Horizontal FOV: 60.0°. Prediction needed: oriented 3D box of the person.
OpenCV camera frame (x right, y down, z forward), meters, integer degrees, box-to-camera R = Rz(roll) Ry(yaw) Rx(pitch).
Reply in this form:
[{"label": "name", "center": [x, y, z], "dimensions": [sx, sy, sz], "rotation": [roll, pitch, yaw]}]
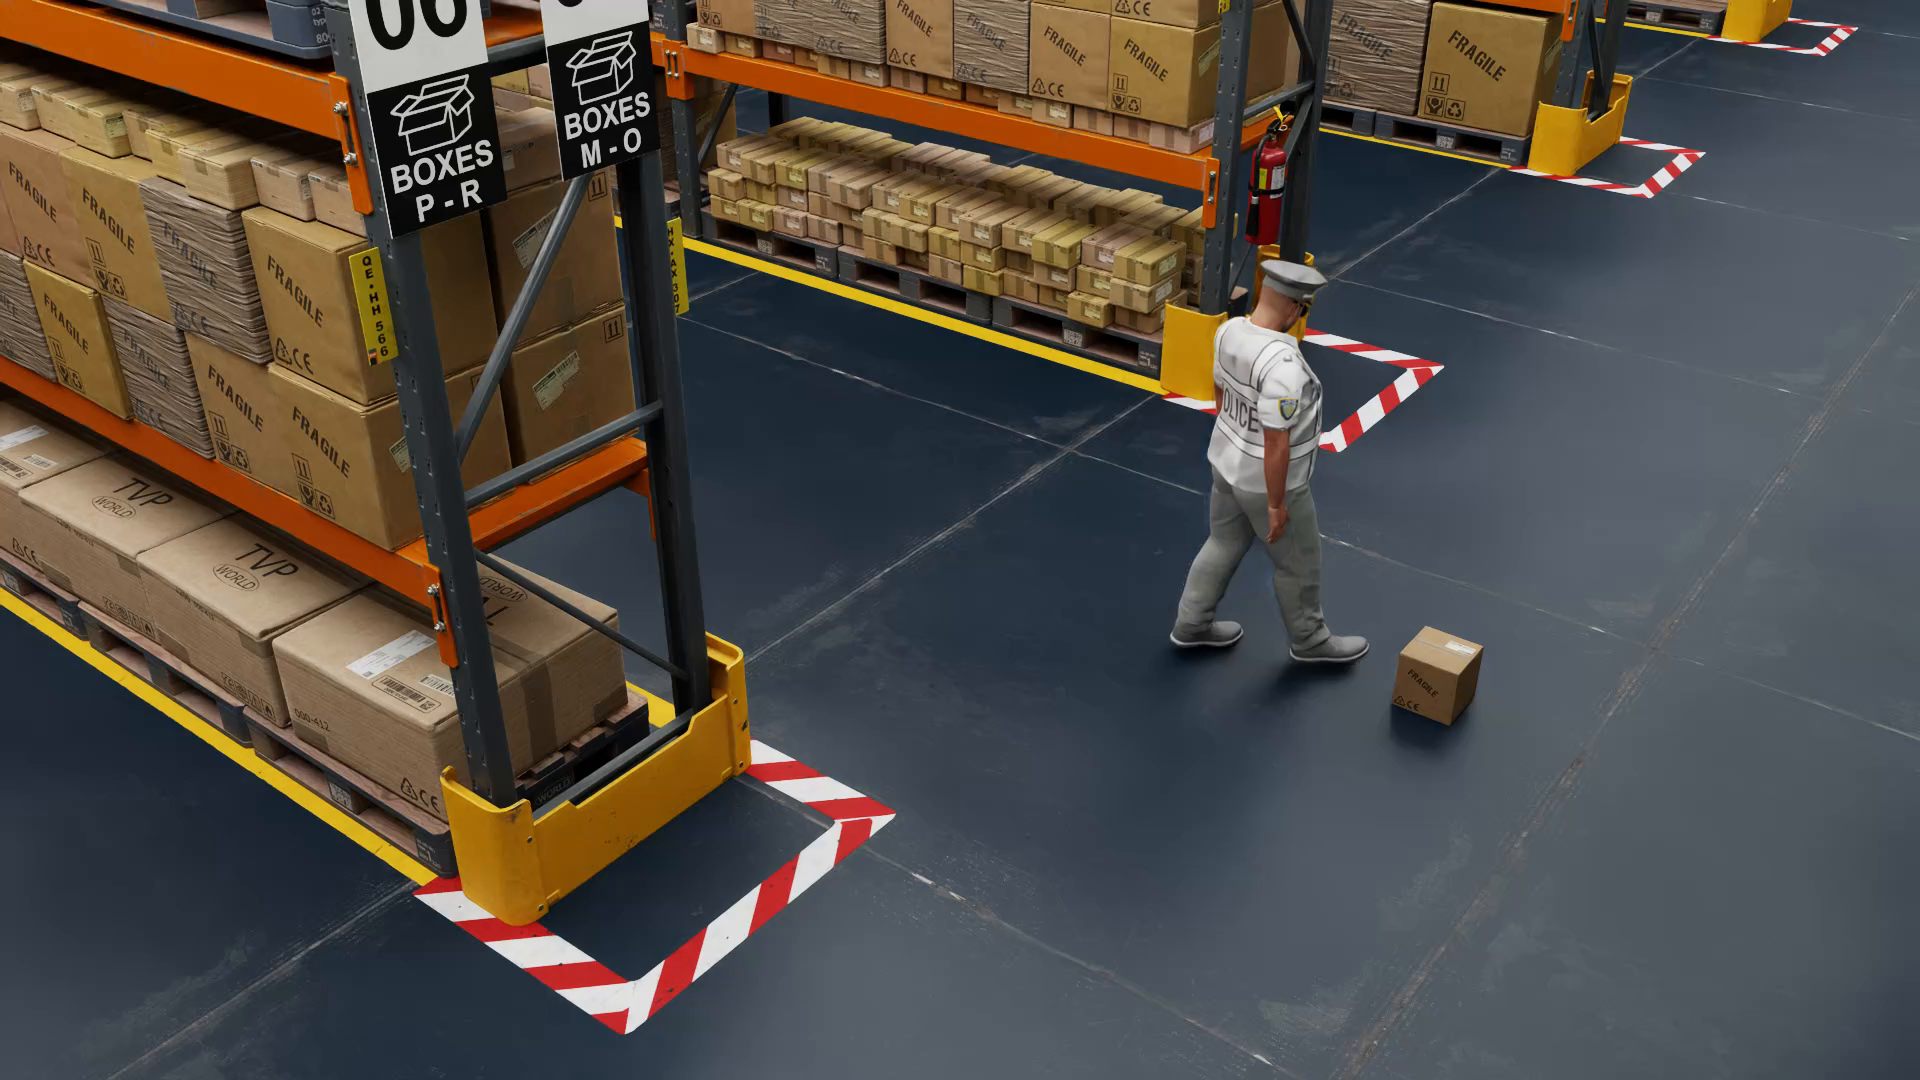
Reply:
[{"label": "person", "center": [1.285, -0.290, 6.597], "dimensions": [0.749, 1.719, 0.585], "rotation": [-10, 32, -16]}]
